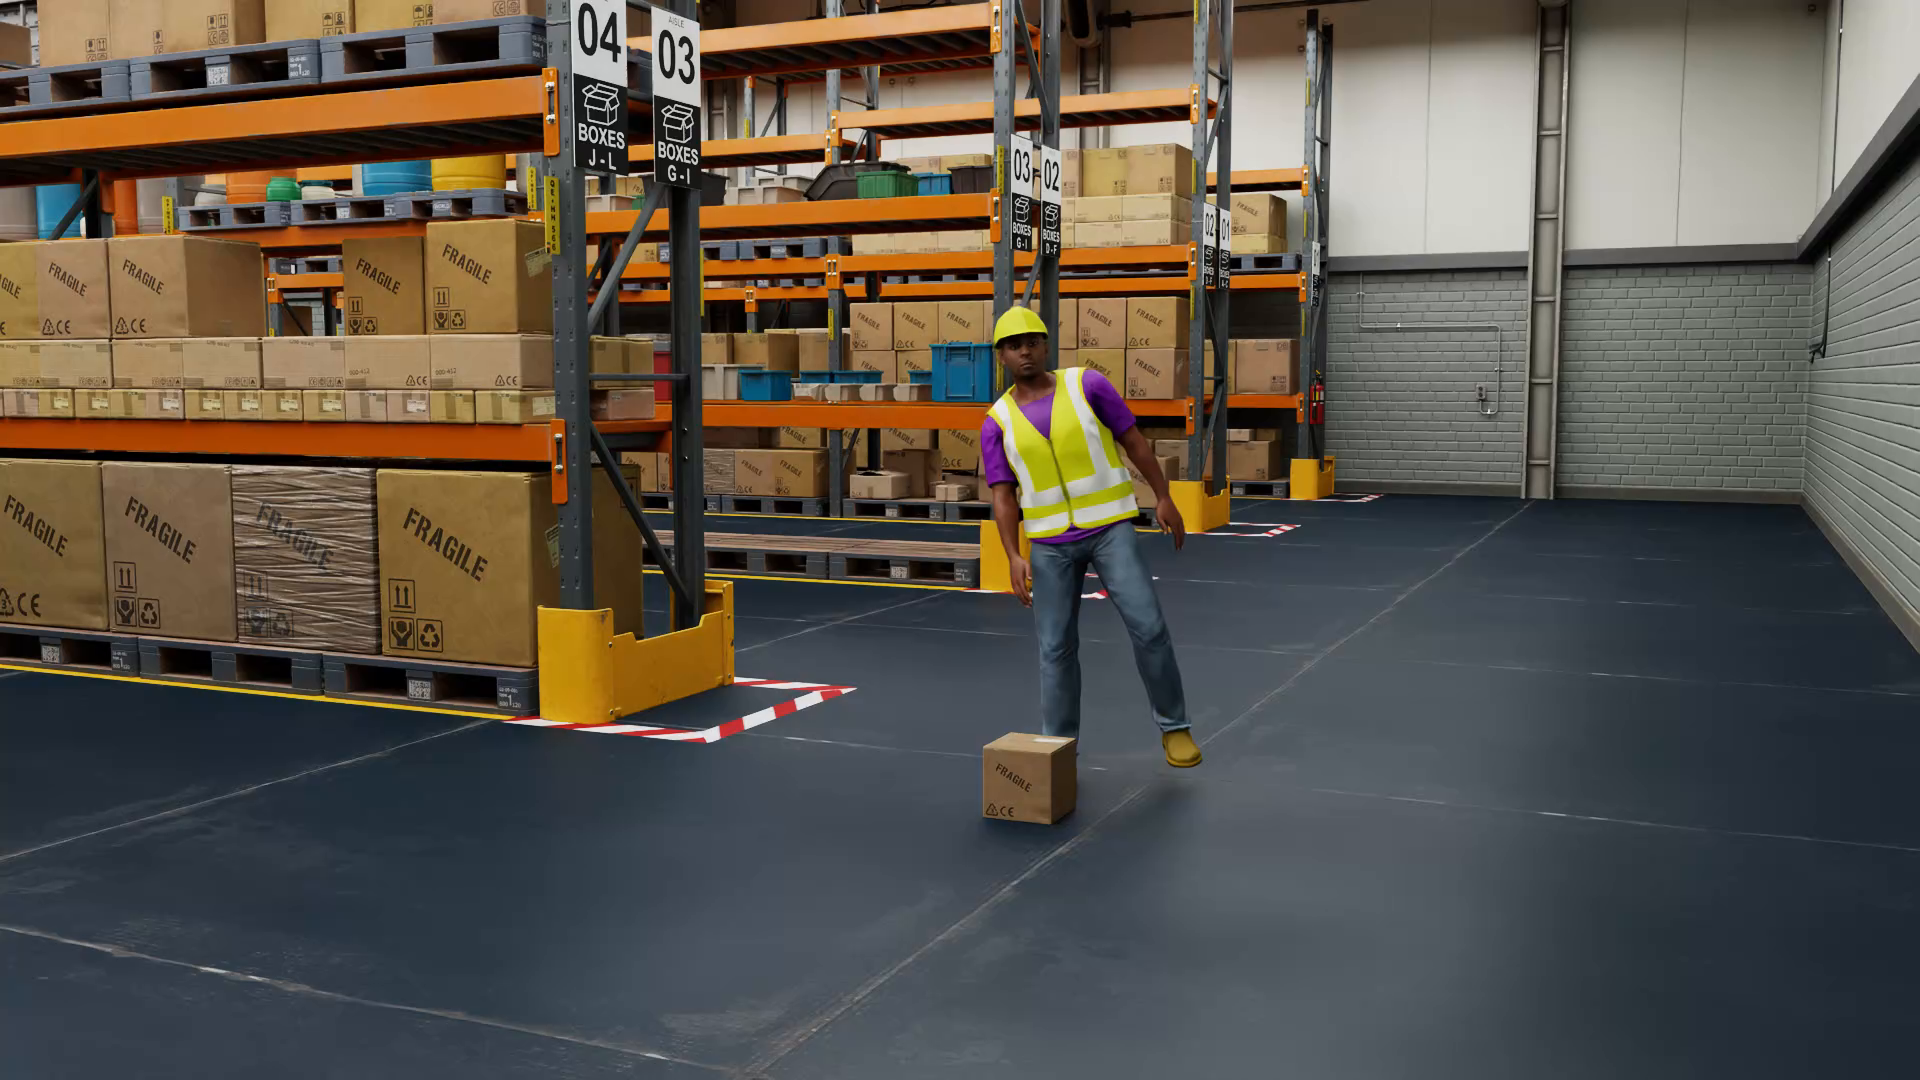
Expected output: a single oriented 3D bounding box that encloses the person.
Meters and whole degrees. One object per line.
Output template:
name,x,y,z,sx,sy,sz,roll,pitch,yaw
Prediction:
person,0.474,0.028,6.087,0.860,1.760,0.425,2,6,19
